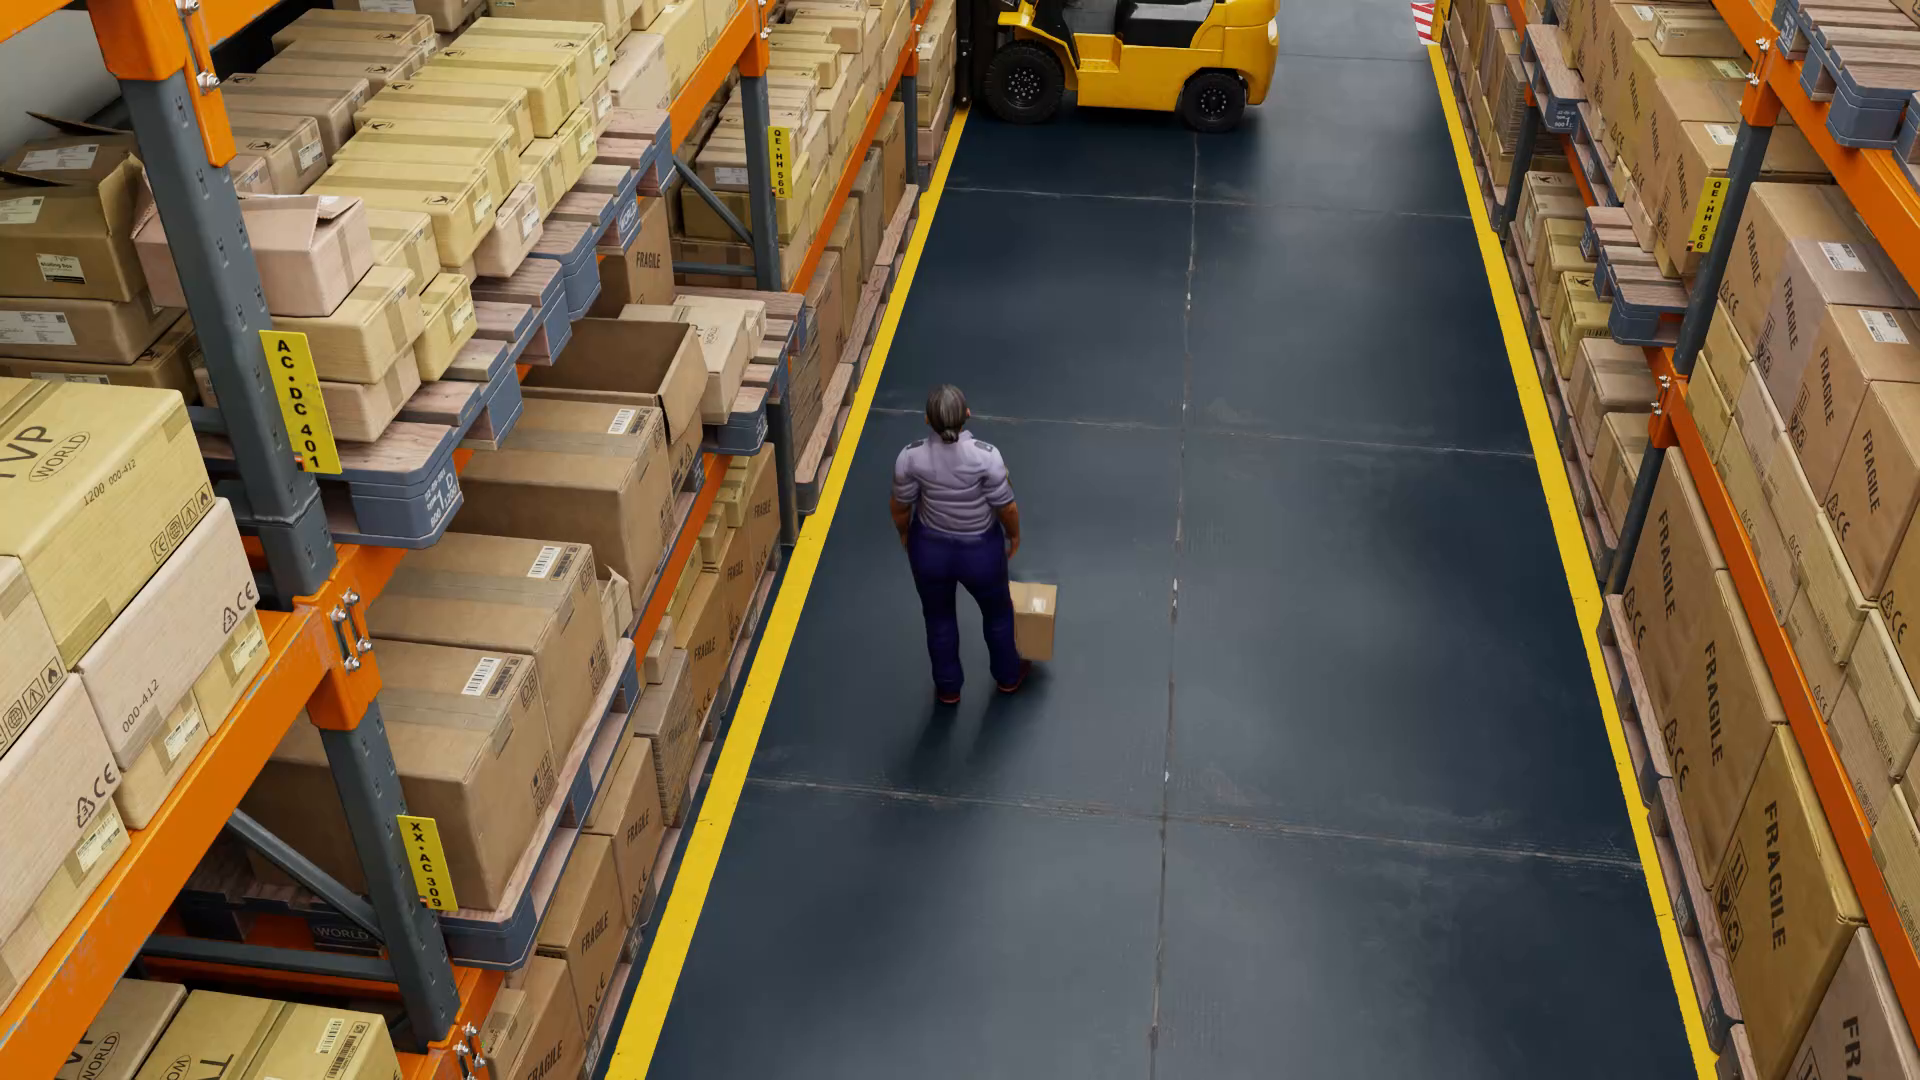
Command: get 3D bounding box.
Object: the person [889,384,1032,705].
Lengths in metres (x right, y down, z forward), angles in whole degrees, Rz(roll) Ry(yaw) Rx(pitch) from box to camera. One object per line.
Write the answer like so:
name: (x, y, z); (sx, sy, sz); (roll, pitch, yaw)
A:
person: (0.016, -0.005, 7.042); (0.587, 1.650, 0.506); (4, 37, 6)
